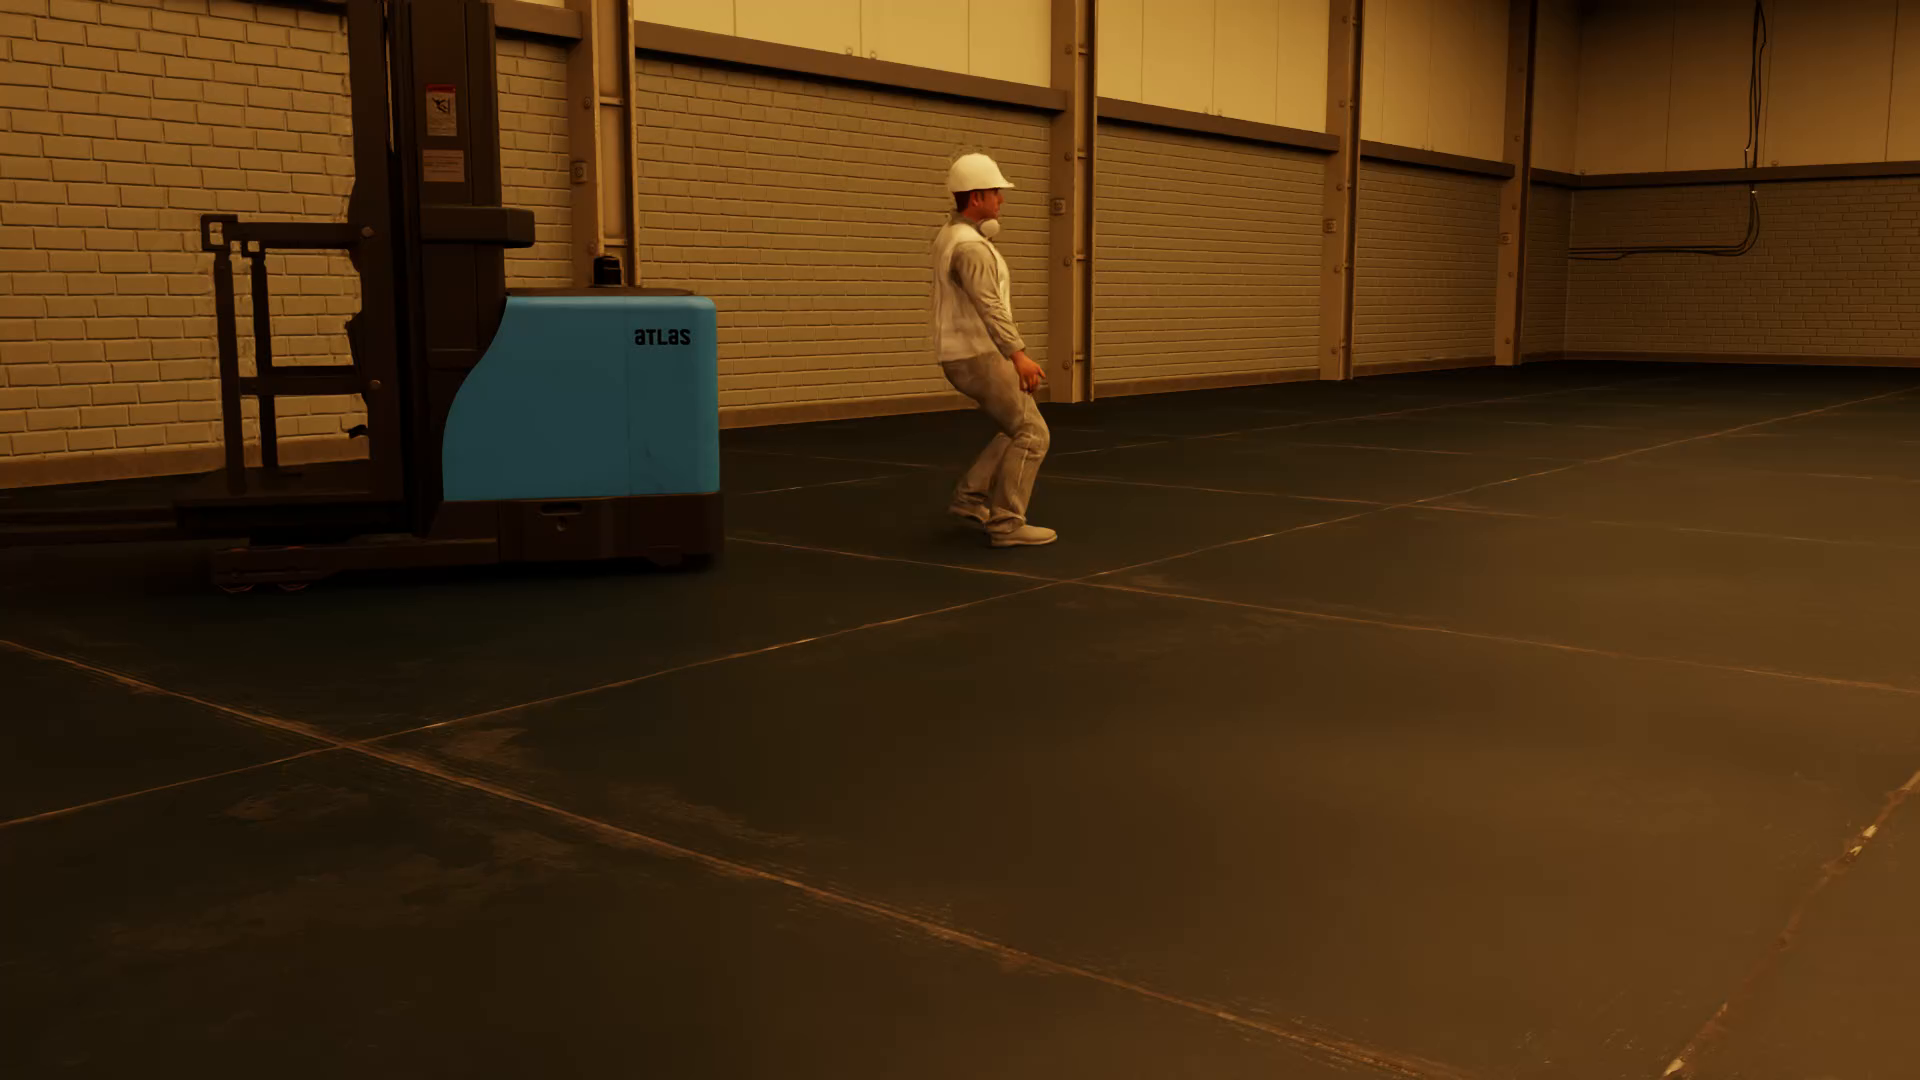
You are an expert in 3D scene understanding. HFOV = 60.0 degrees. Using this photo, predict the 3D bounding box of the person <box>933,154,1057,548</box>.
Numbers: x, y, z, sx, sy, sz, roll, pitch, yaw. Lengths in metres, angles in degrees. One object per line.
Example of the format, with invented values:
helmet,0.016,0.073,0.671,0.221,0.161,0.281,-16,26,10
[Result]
person,0.146,-0.832,7.301,0.506,1.686,0.795,-1,8,-8

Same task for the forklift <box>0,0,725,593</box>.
forklift,-2.515,-1.341,6.444,3.031,2.935,1.130,-2,9,-16
